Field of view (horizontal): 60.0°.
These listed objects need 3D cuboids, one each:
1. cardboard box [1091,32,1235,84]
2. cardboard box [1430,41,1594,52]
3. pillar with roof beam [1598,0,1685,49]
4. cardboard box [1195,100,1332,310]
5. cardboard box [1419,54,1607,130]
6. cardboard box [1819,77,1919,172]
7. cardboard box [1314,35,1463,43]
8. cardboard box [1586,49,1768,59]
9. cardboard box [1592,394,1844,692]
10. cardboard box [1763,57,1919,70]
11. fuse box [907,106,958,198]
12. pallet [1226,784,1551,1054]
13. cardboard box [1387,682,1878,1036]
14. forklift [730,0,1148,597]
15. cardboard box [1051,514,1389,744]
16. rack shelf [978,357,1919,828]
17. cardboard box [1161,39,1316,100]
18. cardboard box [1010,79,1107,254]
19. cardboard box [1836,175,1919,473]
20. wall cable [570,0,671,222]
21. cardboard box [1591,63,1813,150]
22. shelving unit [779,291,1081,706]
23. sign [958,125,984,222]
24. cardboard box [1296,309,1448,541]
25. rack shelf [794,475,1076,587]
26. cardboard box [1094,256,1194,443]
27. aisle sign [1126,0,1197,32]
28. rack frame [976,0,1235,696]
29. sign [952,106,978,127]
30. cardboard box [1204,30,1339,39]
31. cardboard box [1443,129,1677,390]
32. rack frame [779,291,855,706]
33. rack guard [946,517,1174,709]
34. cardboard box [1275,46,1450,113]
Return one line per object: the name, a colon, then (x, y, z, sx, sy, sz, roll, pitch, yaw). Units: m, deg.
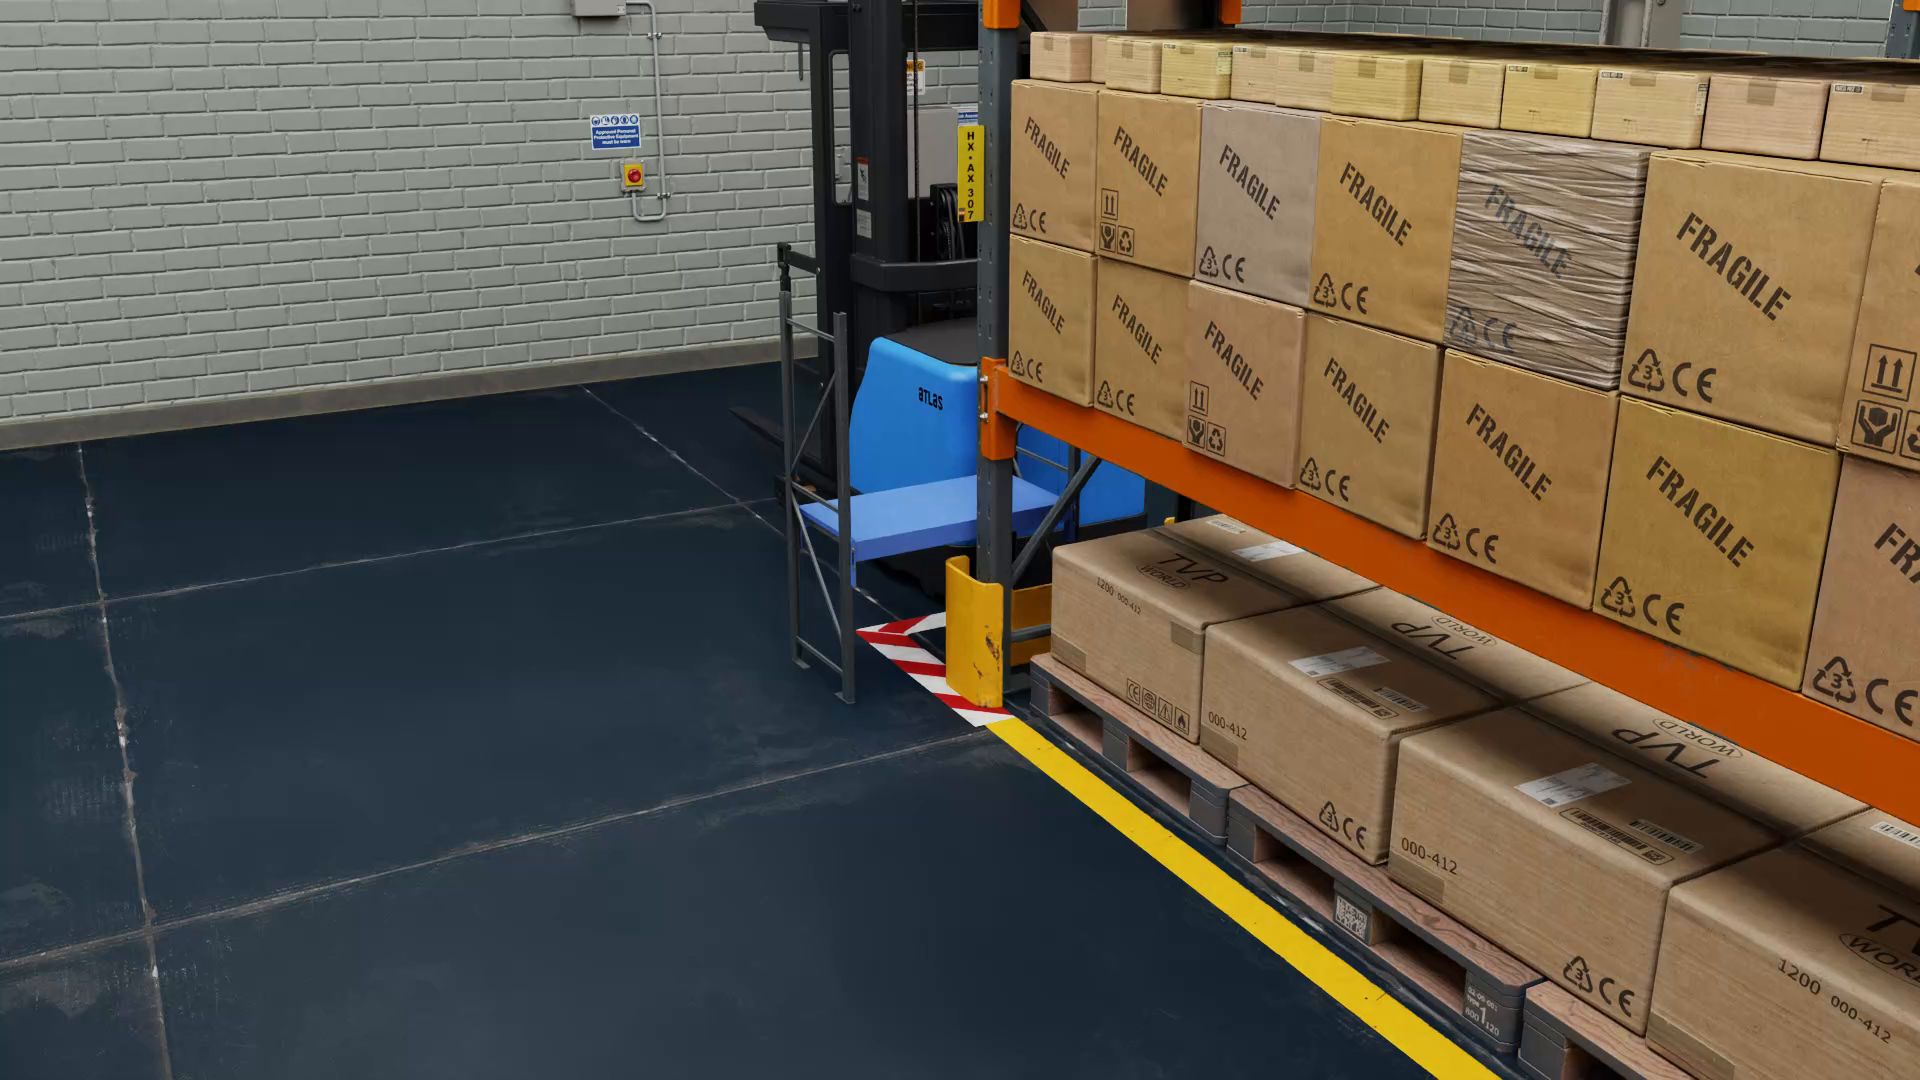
cardboard box: (0.641, -1.523, 5.265, 0.380, 0.149, 0.250, -9, 21, -25)
cardboard box: (1.530, -1.302, 4.625, 0.380, 0.149, 0.250, -9, 21, -25)
pillar with roof beam: (0.620, -4.758, 8.123, 9.100, 9.000, 0.400, -10, 21, -27)
cardboard box: (1.009, -0.949, 4.597, 0.500, 0.500, 0.500, -10, 21, -27)
cardboard box: (1.321, -1.067, 3.946, 0.380, 0.149, 0.250, -10, 21, -27)
cardboard box: (1.863, -0.788, 3.136, 0.380, 0.149, 0.250, -10, 21, -27)
cardboard box: (1.298, -1.451, 5.056, 0.380, 0.149, 0.250, -9, 21, -25)
cardboard box: (1.800, -1.154, 4.197, 0.380, 0.149, 0.250, -10, 21, -26)
cardboard box: (1.734, -0.044, 3.508, 0.500, 0.500, 0.500, -11, 22, -28)
cardboard box: (2.048, -1.014, 3.790, 0.380, 0.149, 0.250, -11, 22, -28)
fuse box: (-0.251, -2.194, 11.868, 0.539, 1.711, 0.414, -10, 21, -27)
pallet: (1.553, 0.980, 4.967, 1.003, 0.211, 1.213, -10, 21, -27)
cardboard box: (1.799, 0.802, 4.492, 0.875, 0.438, 0.875, -11, 22, -28)
forklift: (-0.305, -1.563, 8.168, 1.130, 2.935, 3.031, -10, 22, -28)
cardboard box: (0.931, 0.282, 6.001, 0.875, 0.438, 0.875, -11, 22, -28)
rack shelf: (1.479, 0.009, 4.609, 1.077, 0.370, 4.000, -10, 21, -27)
cardboard box: (0.805, -1.357, 4.786, 0.380, 0.149, 0.250, -11, 22, -28)
cardboard box: (0.506, -1.243, 5.449, 0.500, 0.500, 0.500, -11, 22, -28)
cardboard box: (1.962, -0.369, 2.917, 0.500, 0.500, 0.500, -10, 21, -27)
wall cable: (-2.169, -3.015, 10.665, 0.585, 1.953, 0.123, -10, 21, -27)
cardboard box: (1.576, -0.924, 3.530, 0.380, 0.149, 0.250, -10, 21, -27)
shelving unit: (-0.102, -0.238, 6.520, 1.048, 1.500, 0.538, -11, 22, -29)
sign: (0.038, -1.267, 5.757, 0.100, 0.325, 0.005, -10, 21, -27)
cardboard box: (1.247, -0.339, 4.362, 0.500, 0.500, 0.500, -9, 21, -25)
rack shelf: (-0.102, -0.068, 6.579, 1.000, 0.185, 0.538, -11, 22, -29)
cardboard box: (0.769, -0.629, 5.203, 0.500, 0.500, 0.500, -10, 22, -27)
aisle sign: (0.768, -2.203, 5.930, 0.394, 0.787, 0.004, -10, 21, -27)
rack frame: (0.529, -0.905, 6.155, 1.000, 3.000, 0.127, -10, 21, -27)
sign: (0.085, -2.895, 12.067, 0.329, 0.494, 0.001, -10, 21, -27)
cardboard box: (1.018, -1.590, 5.461, 0.380, 0.149, 0.250, -10, 21, -26)
cardboard box: (1.478, -0.661, 3.762, 0.500, 0.500, 0.500, -10, 21, -26)
rack frame: (-0.539, -0.153, 6.275, 0.032, 1.500, 0.500, -11, 22, -29)
rack guard: (0.518, 0.270, 6.583, 1.175, 0.500, 0.348, -10, 21, -27)
cardboard box: (1.057, -1.212, 4.365, 0.380, 0.149, 0.250, -10, 21, -26)
